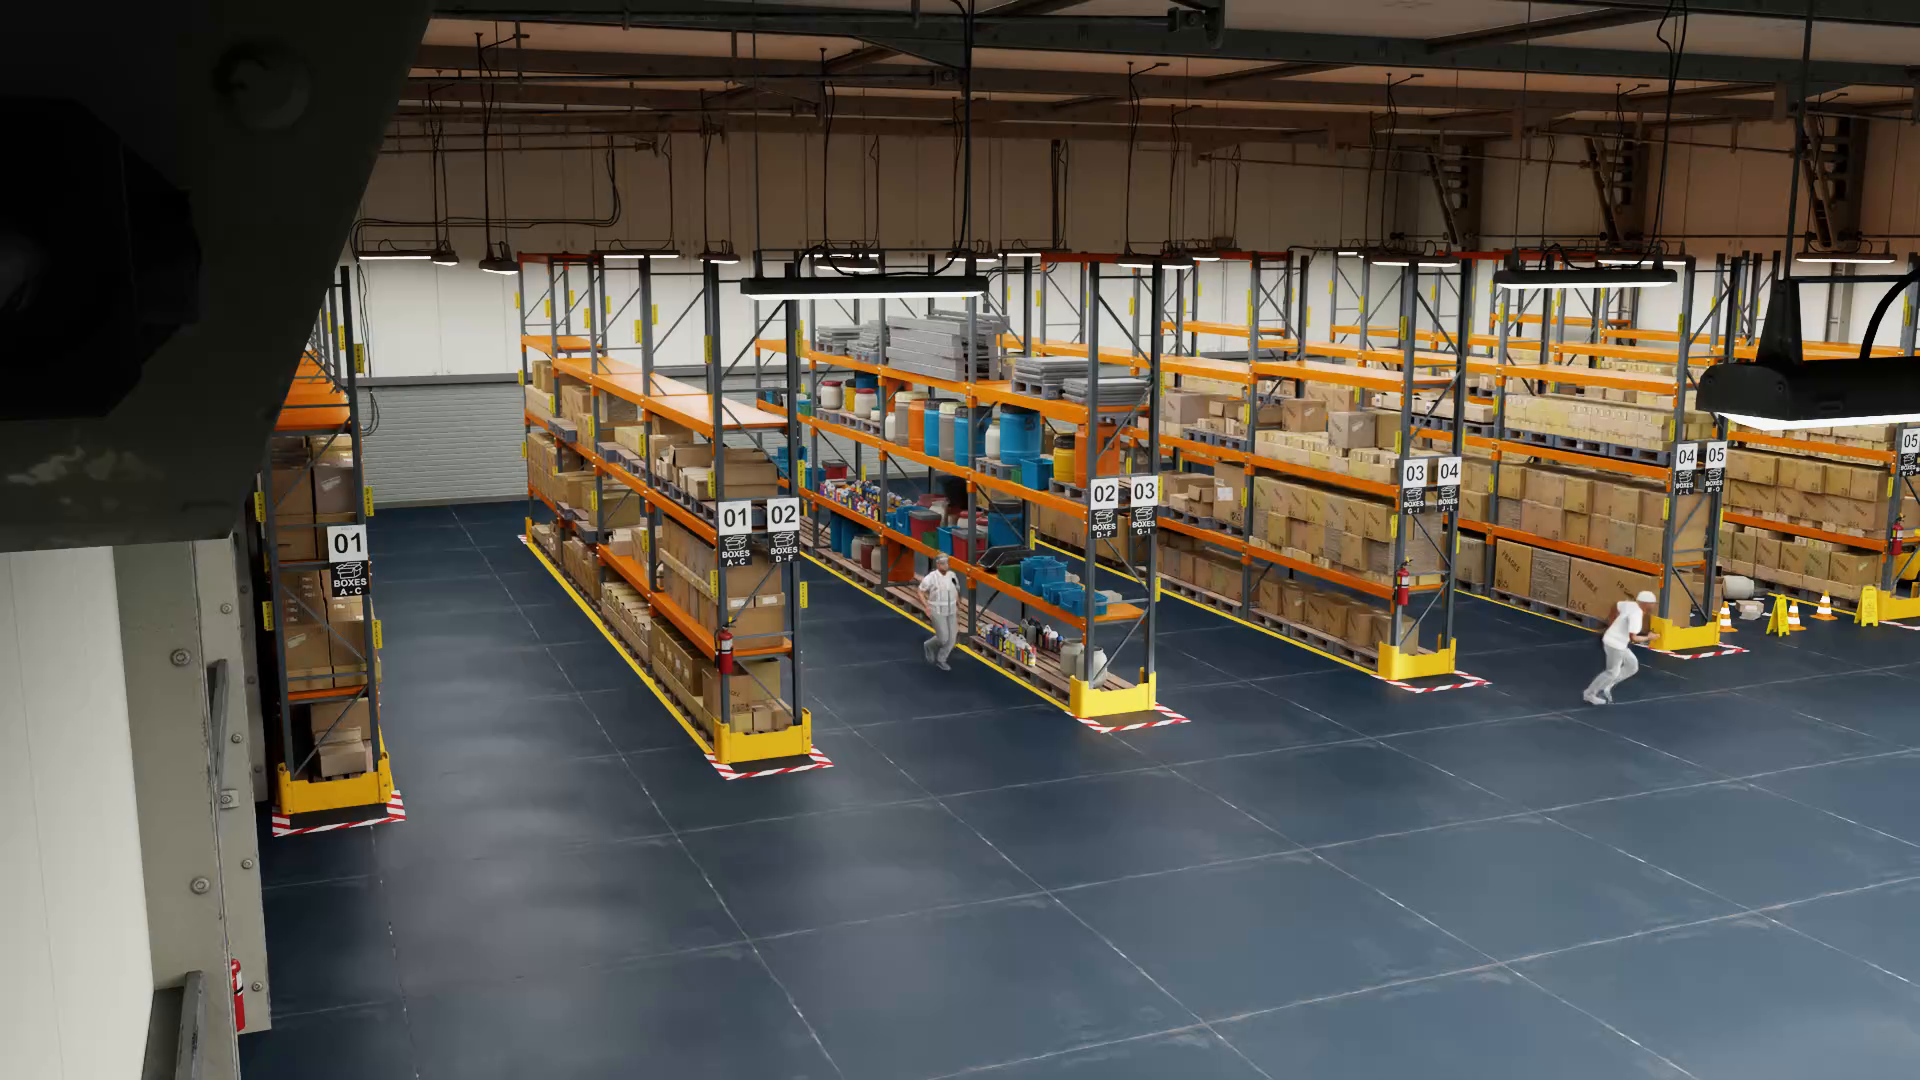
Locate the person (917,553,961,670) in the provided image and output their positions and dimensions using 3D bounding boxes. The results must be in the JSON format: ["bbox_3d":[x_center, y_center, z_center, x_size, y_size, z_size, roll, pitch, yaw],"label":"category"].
[{"bbox_3d":[-0.240,1.042,24.226,0.656,1.740,0.601,-7,12,-32],"label":"person"}]

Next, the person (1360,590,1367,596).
[{"bbox_3d":[7.516,0.290,29.154,0.838,1.653,0.660,-3,11,-18],"label":"person"}]

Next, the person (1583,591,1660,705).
[{"bbox_3d":[9.007,1.450,22.624,0.913,1.588,0.740,3,11,16],"label":"person"}]
